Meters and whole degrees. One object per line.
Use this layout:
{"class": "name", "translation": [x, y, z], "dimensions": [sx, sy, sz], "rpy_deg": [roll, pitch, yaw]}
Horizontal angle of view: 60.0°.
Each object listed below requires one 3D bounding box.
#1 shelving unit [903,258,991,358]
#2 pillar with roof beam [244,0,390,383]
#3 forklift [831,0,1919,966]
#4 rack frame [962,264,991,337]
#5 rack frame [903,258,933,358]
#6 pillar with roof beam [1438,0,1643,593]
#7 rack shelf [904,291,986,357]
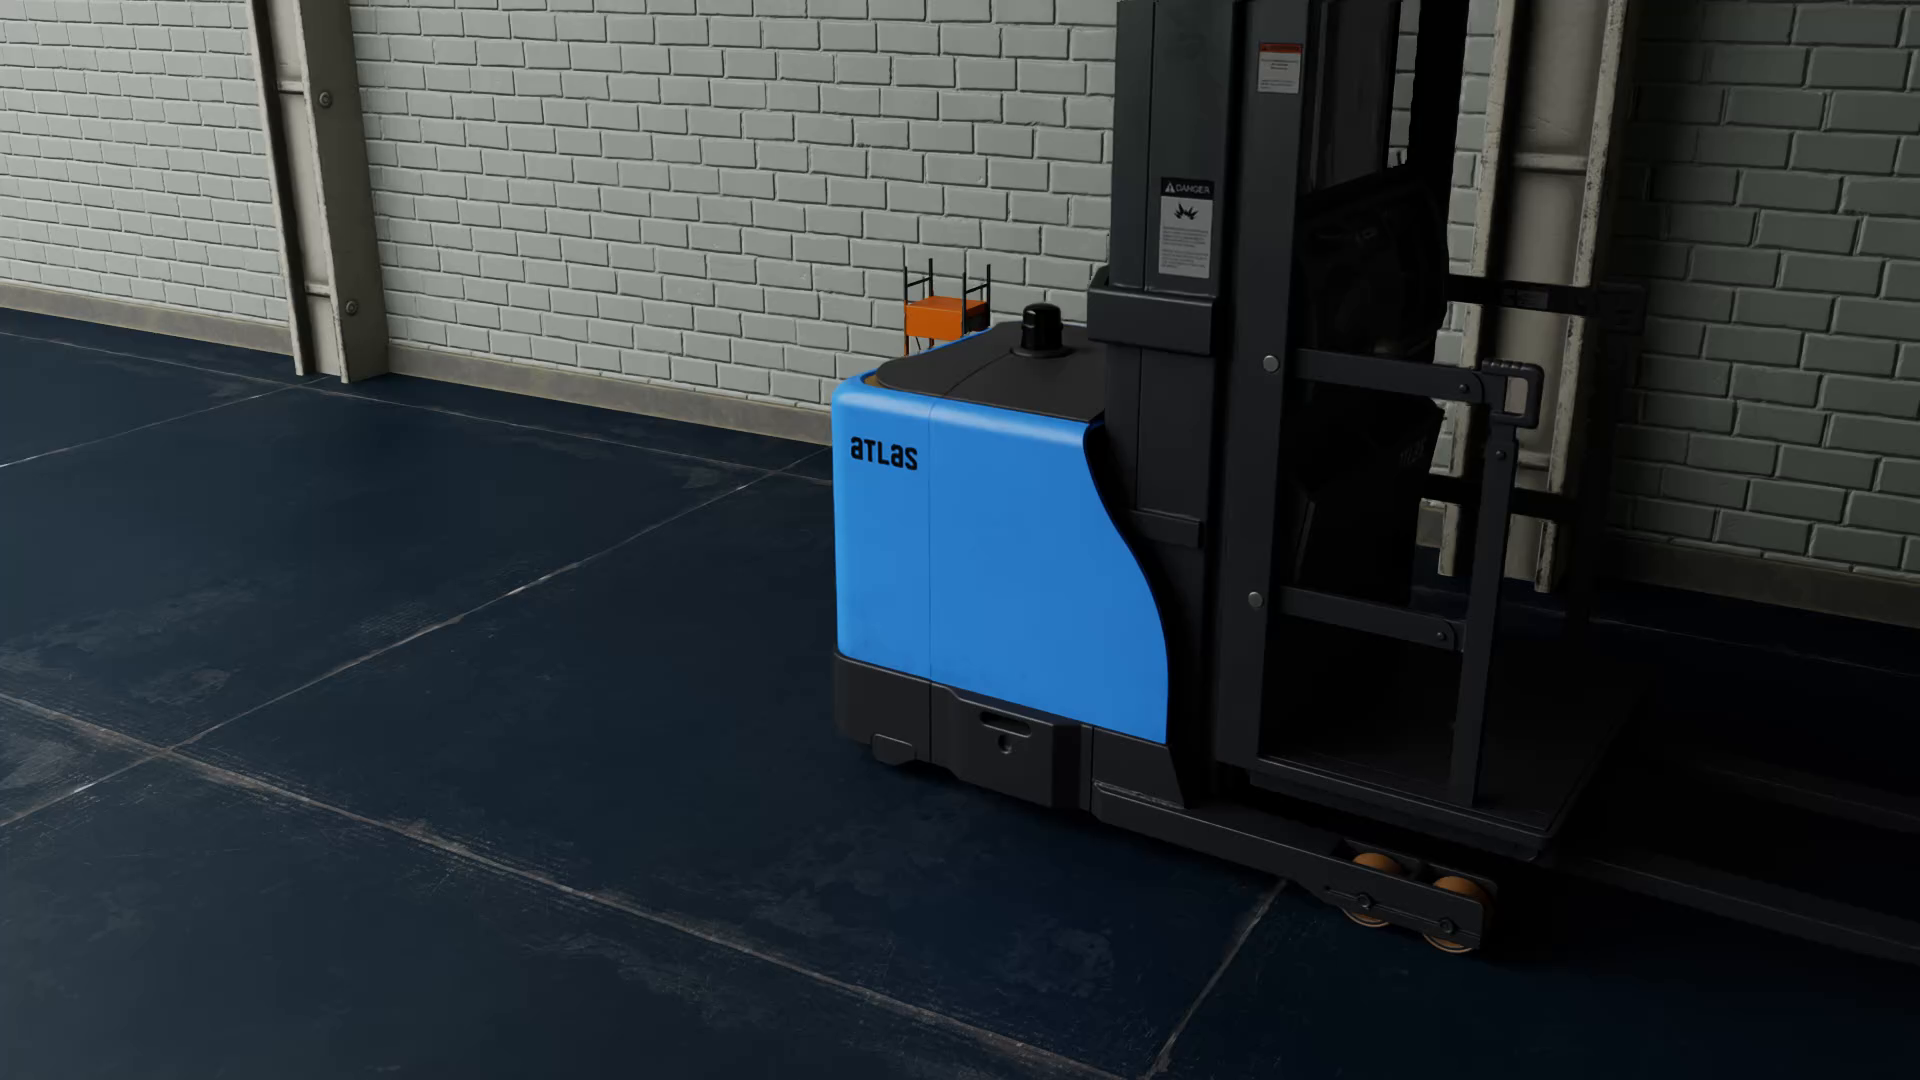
{"class": "shelving unit", "translation": [-0.047, -0.502, 6.211], "dimensions": [0.252, 1.050, 0.215], "rpy_deg": [11, 23, 27]}
{"class": "pillar with roof beam", "translation": [-5.359, -3.836, 3.745], "dimensions": [0.400, 9.000, 9.100], "rpy_deg": [11, 23, 27]}
{"class": "forklift", "translation": [1.161, -0.647, 3.849], "dimensions": [3.031, 2.935, 1.130], "rpy_deg": [12, 23, 31]}
{"class": "rack frame", "translation": [0.060, -0.482, 6.155], "dimensions": [0.008, 1.050, 0.200], "rpy_deg": [11, 23, 27]}
{"class": "rack frame", "translation": [-0.153, -0.523, 6.266], "dimensions": [0.008, 1.050, 0.200], "rpy_deg": [11, 23, 27]}
{"class": "pillar with roof beam", "translation": [-0.121, -2.839, 0.994], "dimensions": [0.400, 9.000, 9.100], "rpy_deg": [11, 23, 27]}
{"class": "rack shelf", "translation": [-0.047, -0.759, 6.117], "dimensions": [0.240, 0.259, 0.215], "rpy_deg": [11, 23, 27]}
